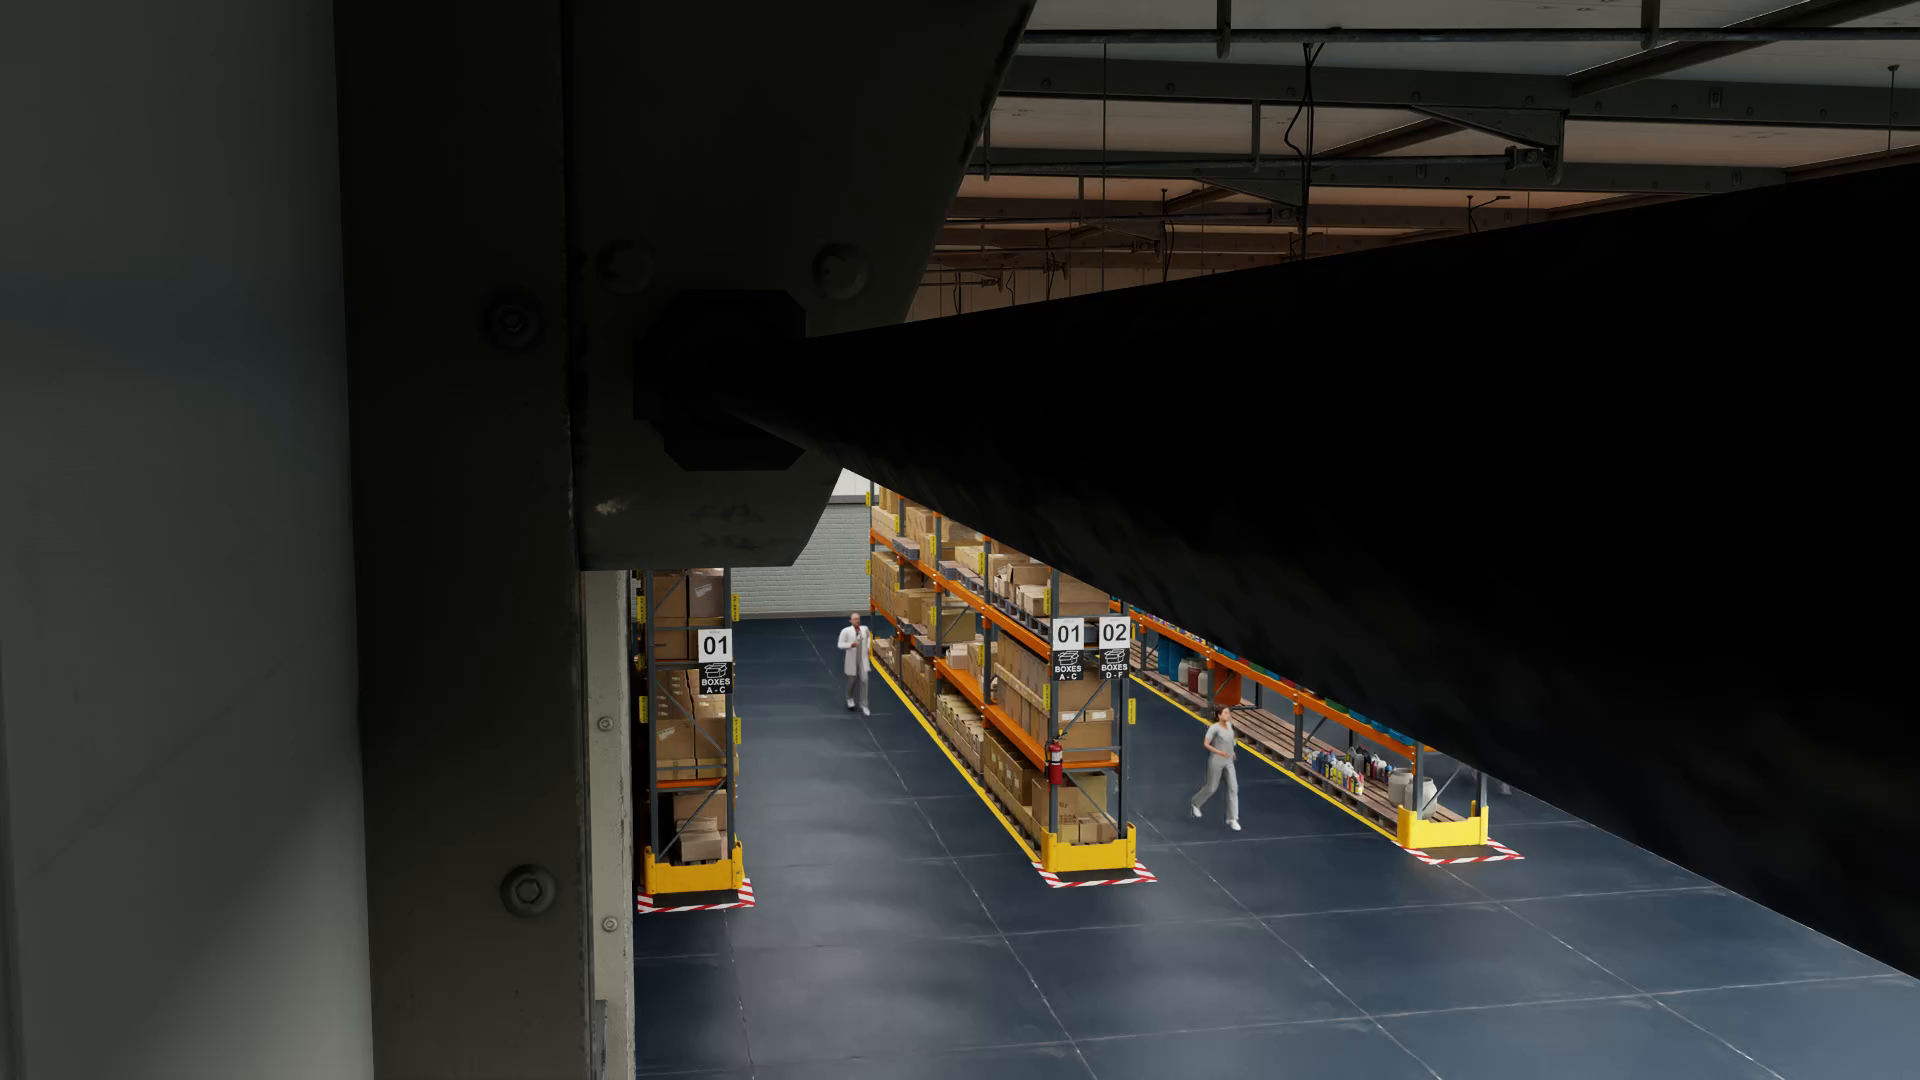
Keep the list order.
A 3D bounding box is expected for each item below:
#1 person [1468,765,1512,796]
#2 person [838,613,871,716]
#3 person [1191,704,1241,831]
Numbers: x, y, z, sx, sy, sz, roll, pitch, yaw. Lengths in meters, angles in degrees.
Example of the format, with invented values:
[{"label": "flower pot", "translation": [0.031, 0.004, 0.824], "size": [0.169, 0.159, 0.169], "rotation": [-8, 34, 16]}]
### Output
[{"label": "person", "translation": [7.990, 2.881, 24.943], "size": [0.658, 1.800, 0.975], "rotation": [-3, 7, -27]}, {"label": "person", "translation": [-1.912, 2.248, 30.508], "size": [0.696, 1.828, 0.917], "rotation": [-2, 6, -19]}, {"label": "person", "translation": [3.613, 3.094, 22.975], "size": [0.606, 1.666, 0.974], "rotation": [-4, 7, -33]}]
